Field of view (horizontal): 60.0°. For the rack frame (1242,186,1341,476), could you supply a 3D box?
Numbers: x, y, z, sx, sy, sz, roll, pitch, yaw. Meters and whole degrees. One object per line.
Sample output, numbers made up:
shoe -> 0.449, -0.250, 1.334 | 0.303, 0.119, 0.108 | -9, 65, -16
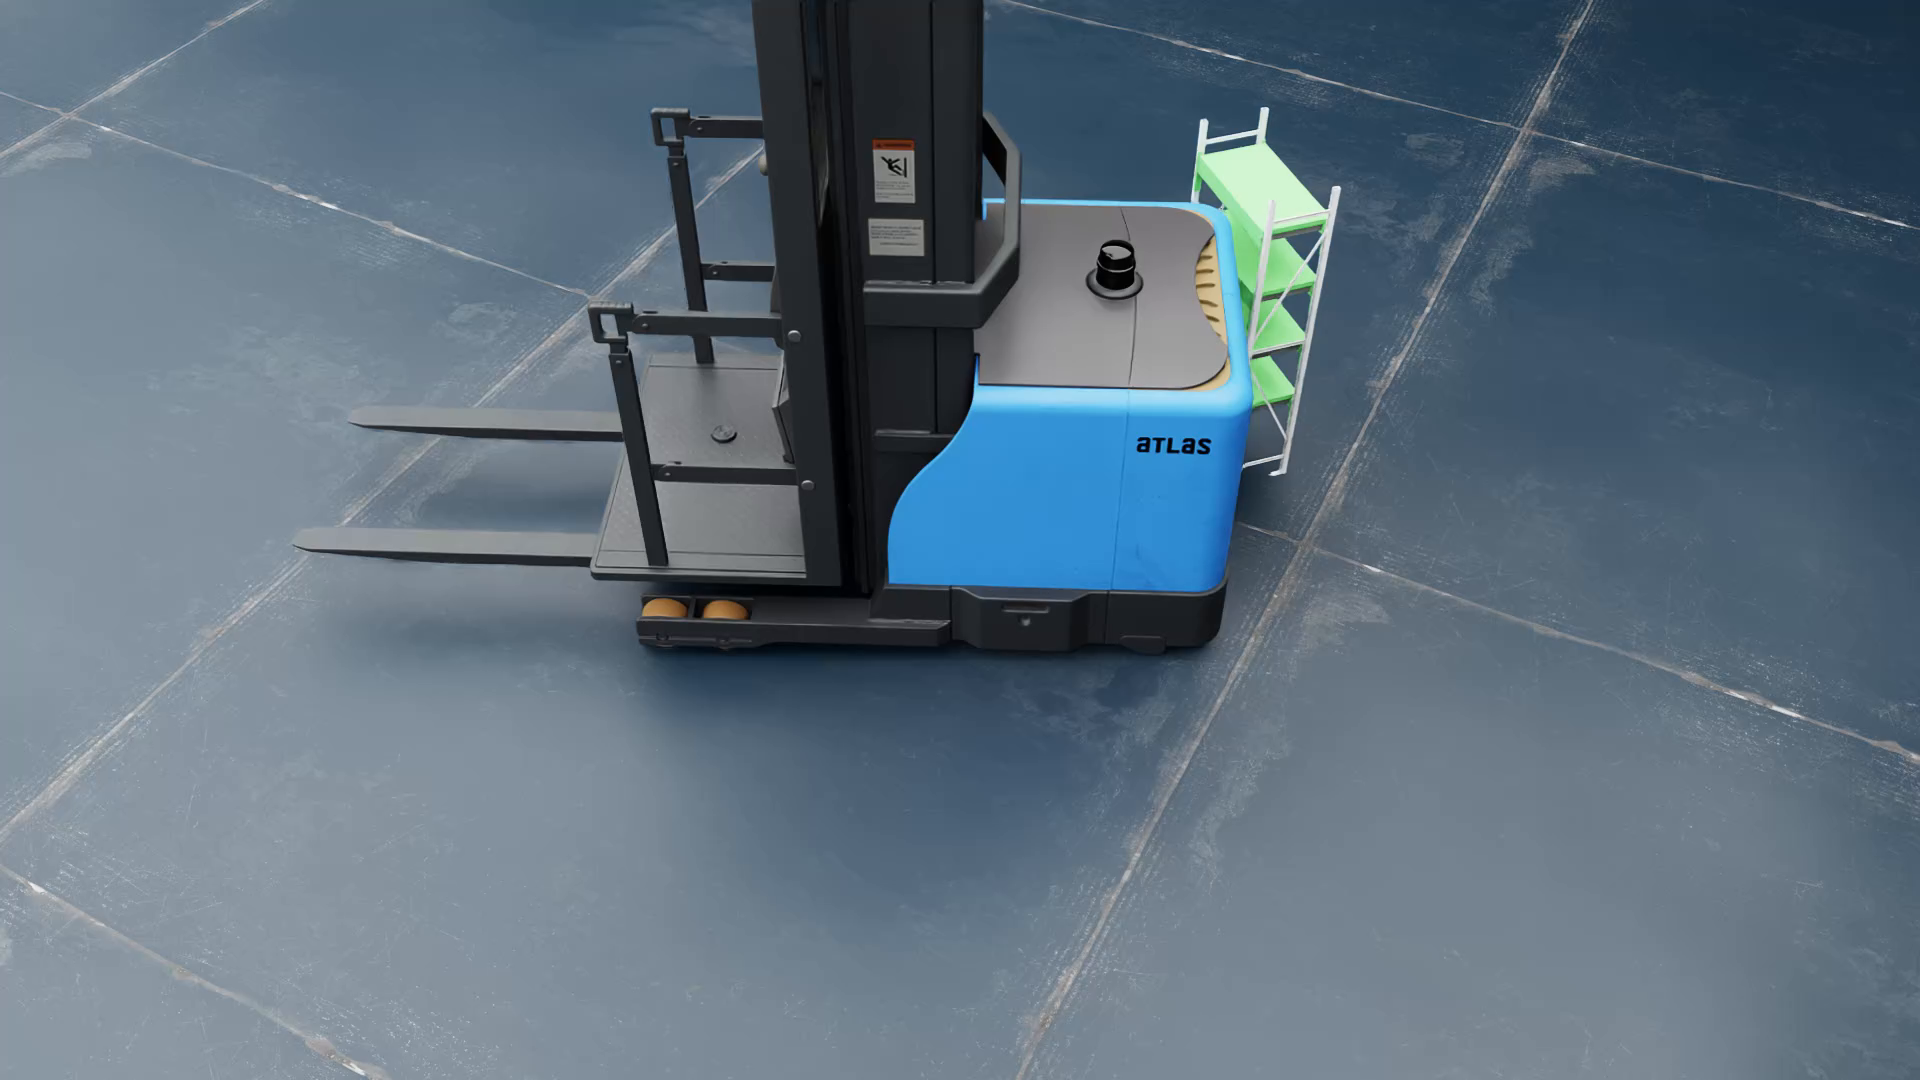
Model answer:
rack frame -> 1.059, -0.640, 5.539 | 0.240, 1.200, 0.015 | -14, 47, -14

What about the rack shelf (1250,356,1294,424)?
rack shelf -> 0.977, -0.590, 5.916 | 0.258, 0.148, 0.480 | -14, 47, -14

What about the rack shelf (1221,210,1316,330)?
rack shelf -> 0.978, -0.928, 5.575 | 0.258, 0.148, 0.480 | -14, 47, -14

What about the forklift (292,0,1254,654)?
forklift -> -0.654, -1.052, 4.729 | 3.031, 2.935, 1.130 | 2, 45, 2

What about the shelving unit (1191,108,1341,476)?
shelving unit -> 0.978, -0.804, 5.700 | 0.258, 1.200, 0.503 | -14, 47, -14

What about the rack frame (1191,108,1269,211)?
rack frame -> 0.897, -0.967, 5.862 | 0.240, 1.200, 0.015 | -14, 47, -14

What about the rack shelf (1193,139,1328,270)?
rack shelf -> 0.979, -1.097, 5.405 | 0.258, 0.148, 0.480 | -14, 47, -14

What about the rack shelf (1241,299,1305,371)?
rack shelf -> 0.978, -0.759, 5.746 | 0.258, 0.148, 0.480 | -14, 47, -14
